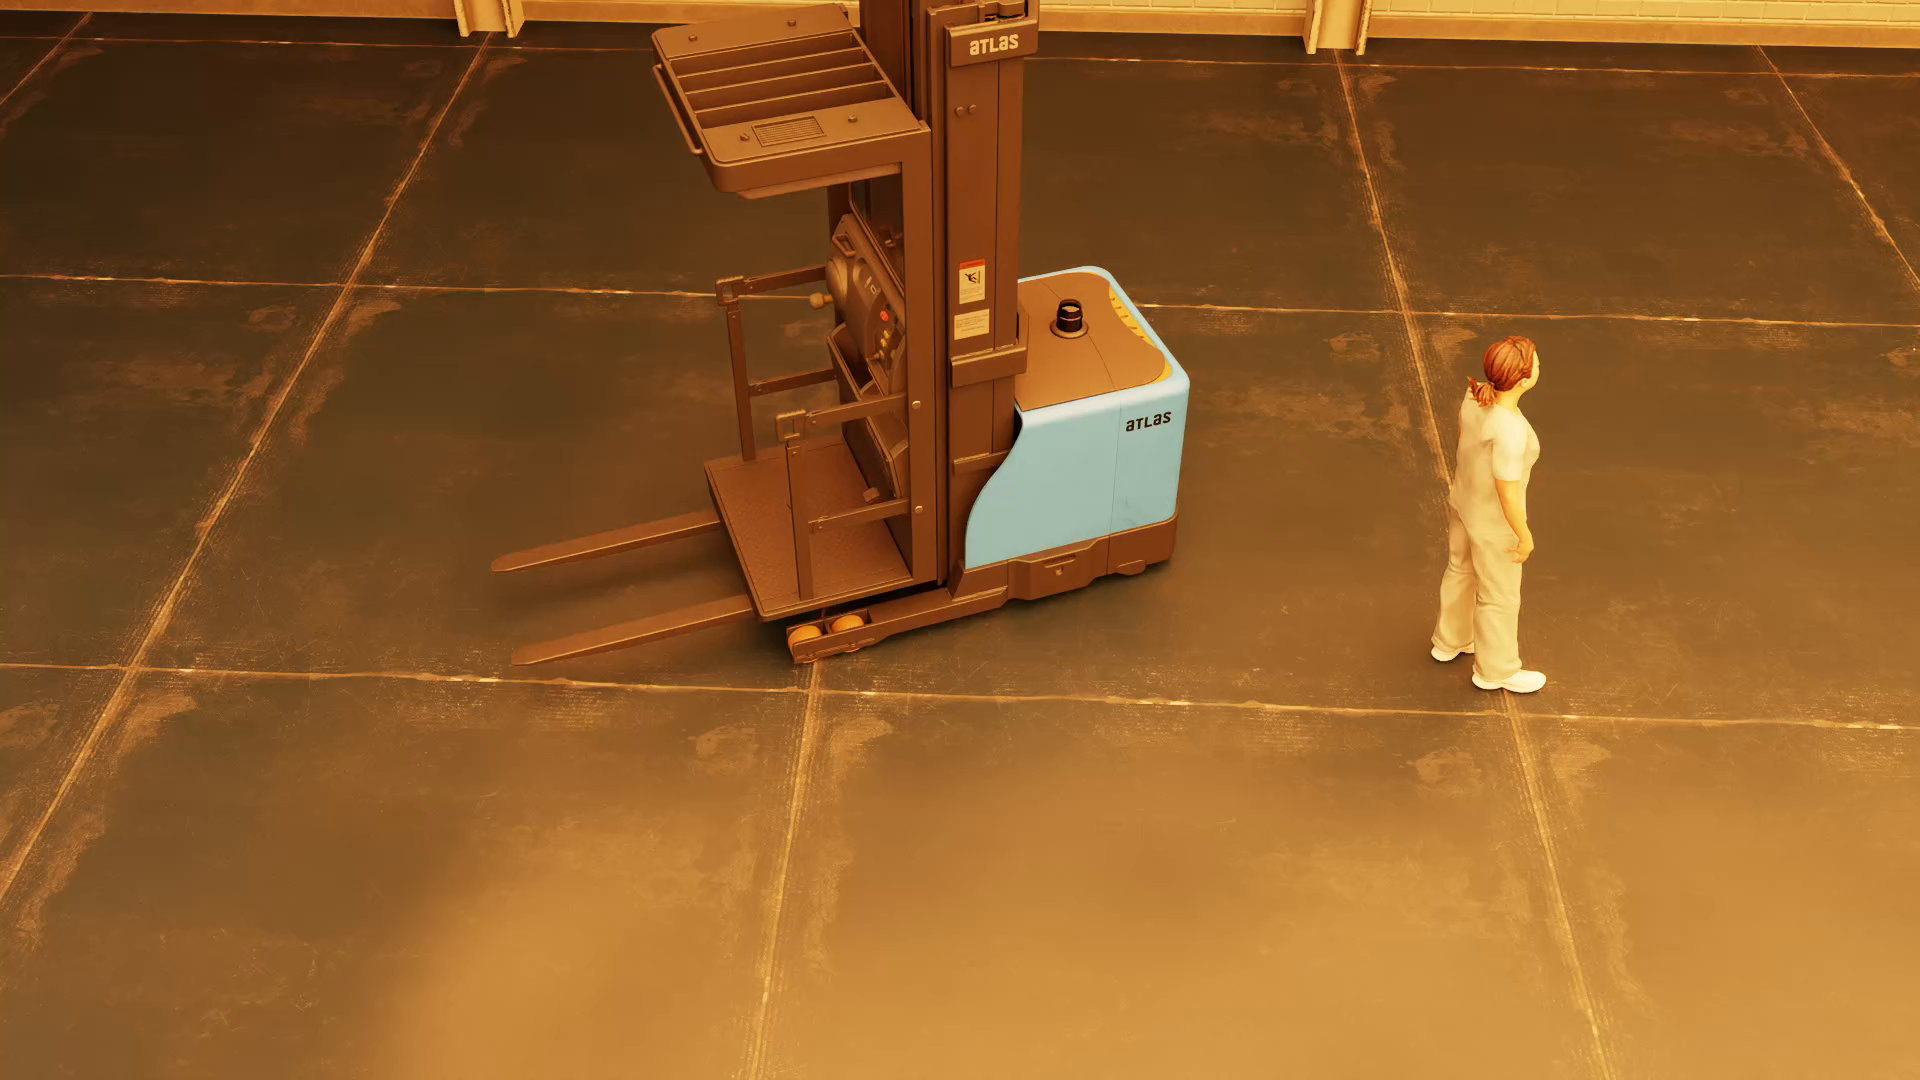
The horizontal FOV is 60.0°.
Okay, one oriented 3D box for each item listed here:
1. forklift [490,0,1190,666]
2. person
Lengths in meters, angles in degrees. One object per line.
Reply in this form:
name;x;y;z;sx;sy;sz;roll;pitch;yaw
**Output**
forklift;-0.573;-0.945;6.778;3.031;2.935;1.130;-13;44;-14
person;2.222;-0.116;6.791;0.549;1.676;0.551;-7;43;-7
